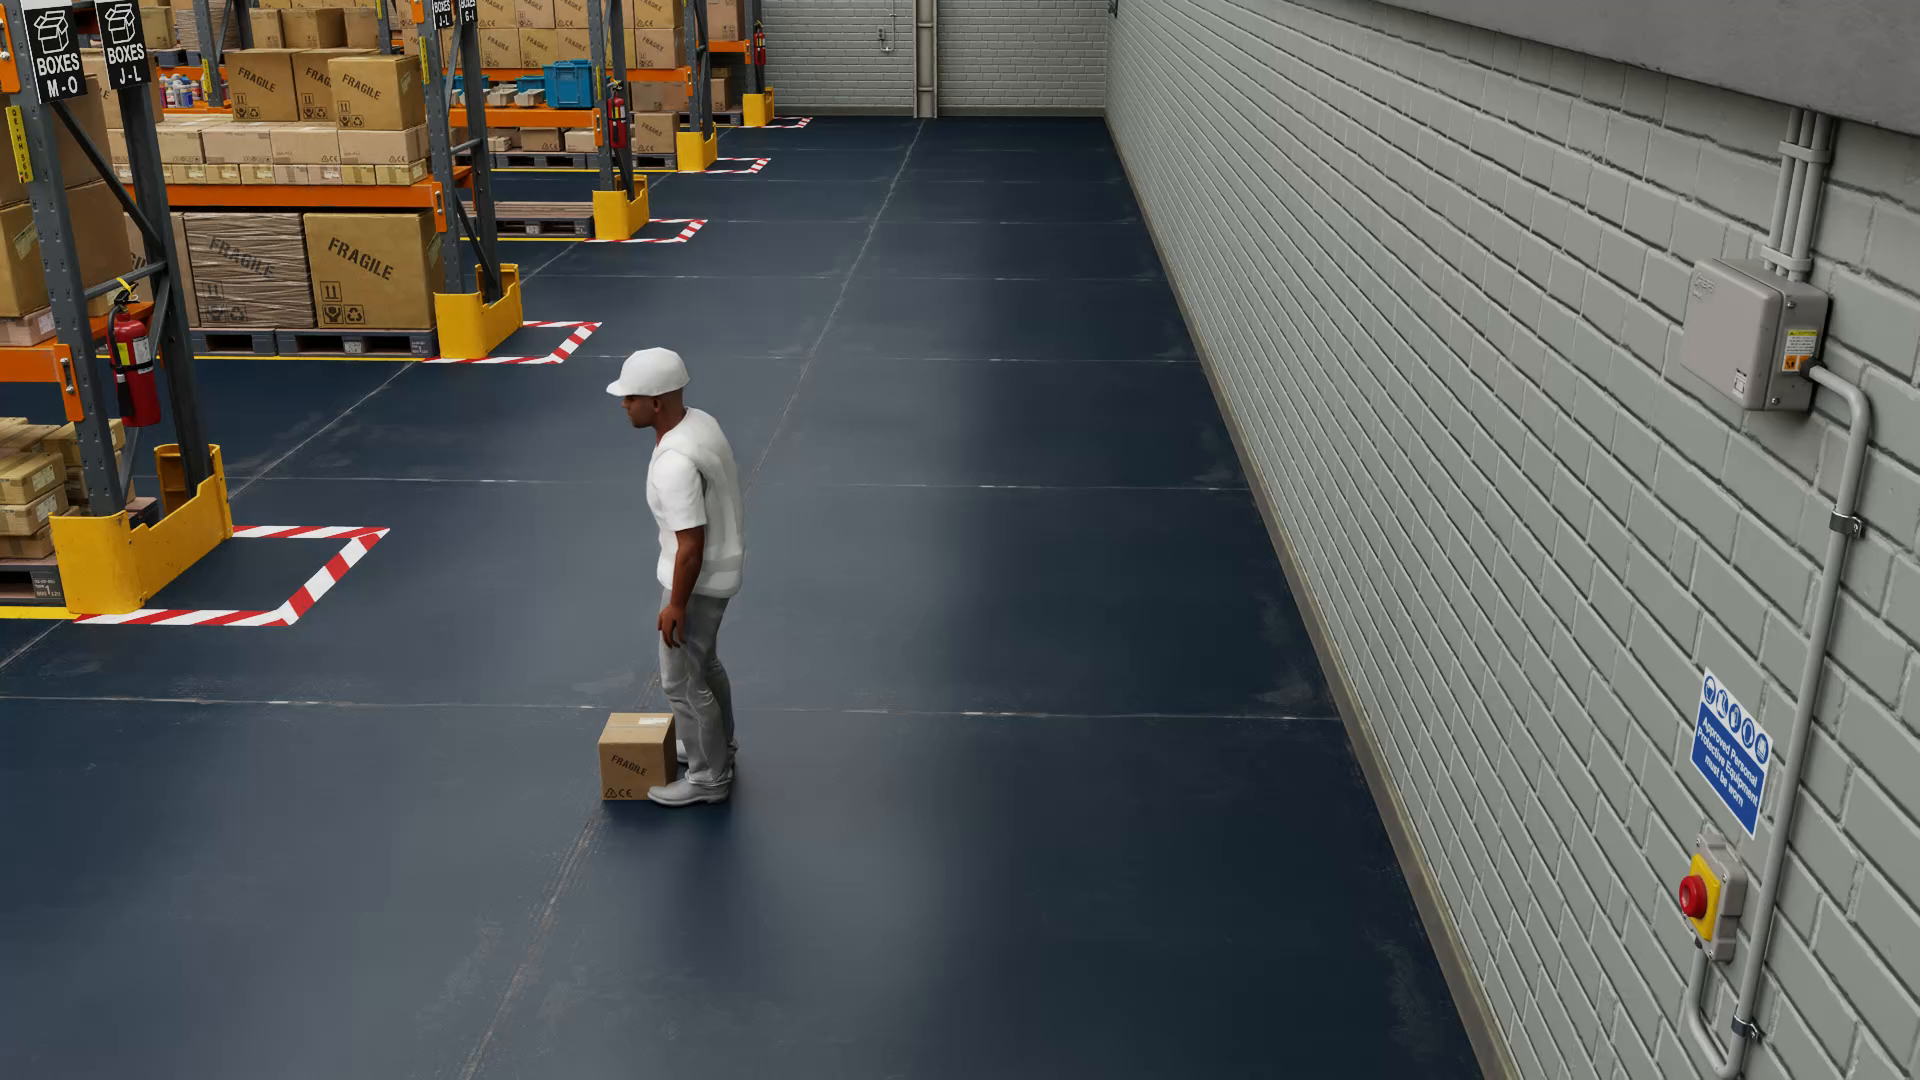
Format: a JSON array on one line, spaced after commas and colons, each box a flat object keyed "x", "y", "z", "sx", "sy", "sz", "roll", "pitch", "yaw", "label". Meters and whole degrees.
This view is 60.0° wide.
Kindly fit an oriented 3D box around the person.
[{"x": -1.023, "y": 0.138, "z": 6.189, "sx": 0.460, "sy": 1.760, "sz": 0.634, "roll": -1, "pitch": 21, "yaw": -2, "label": "person"}]
